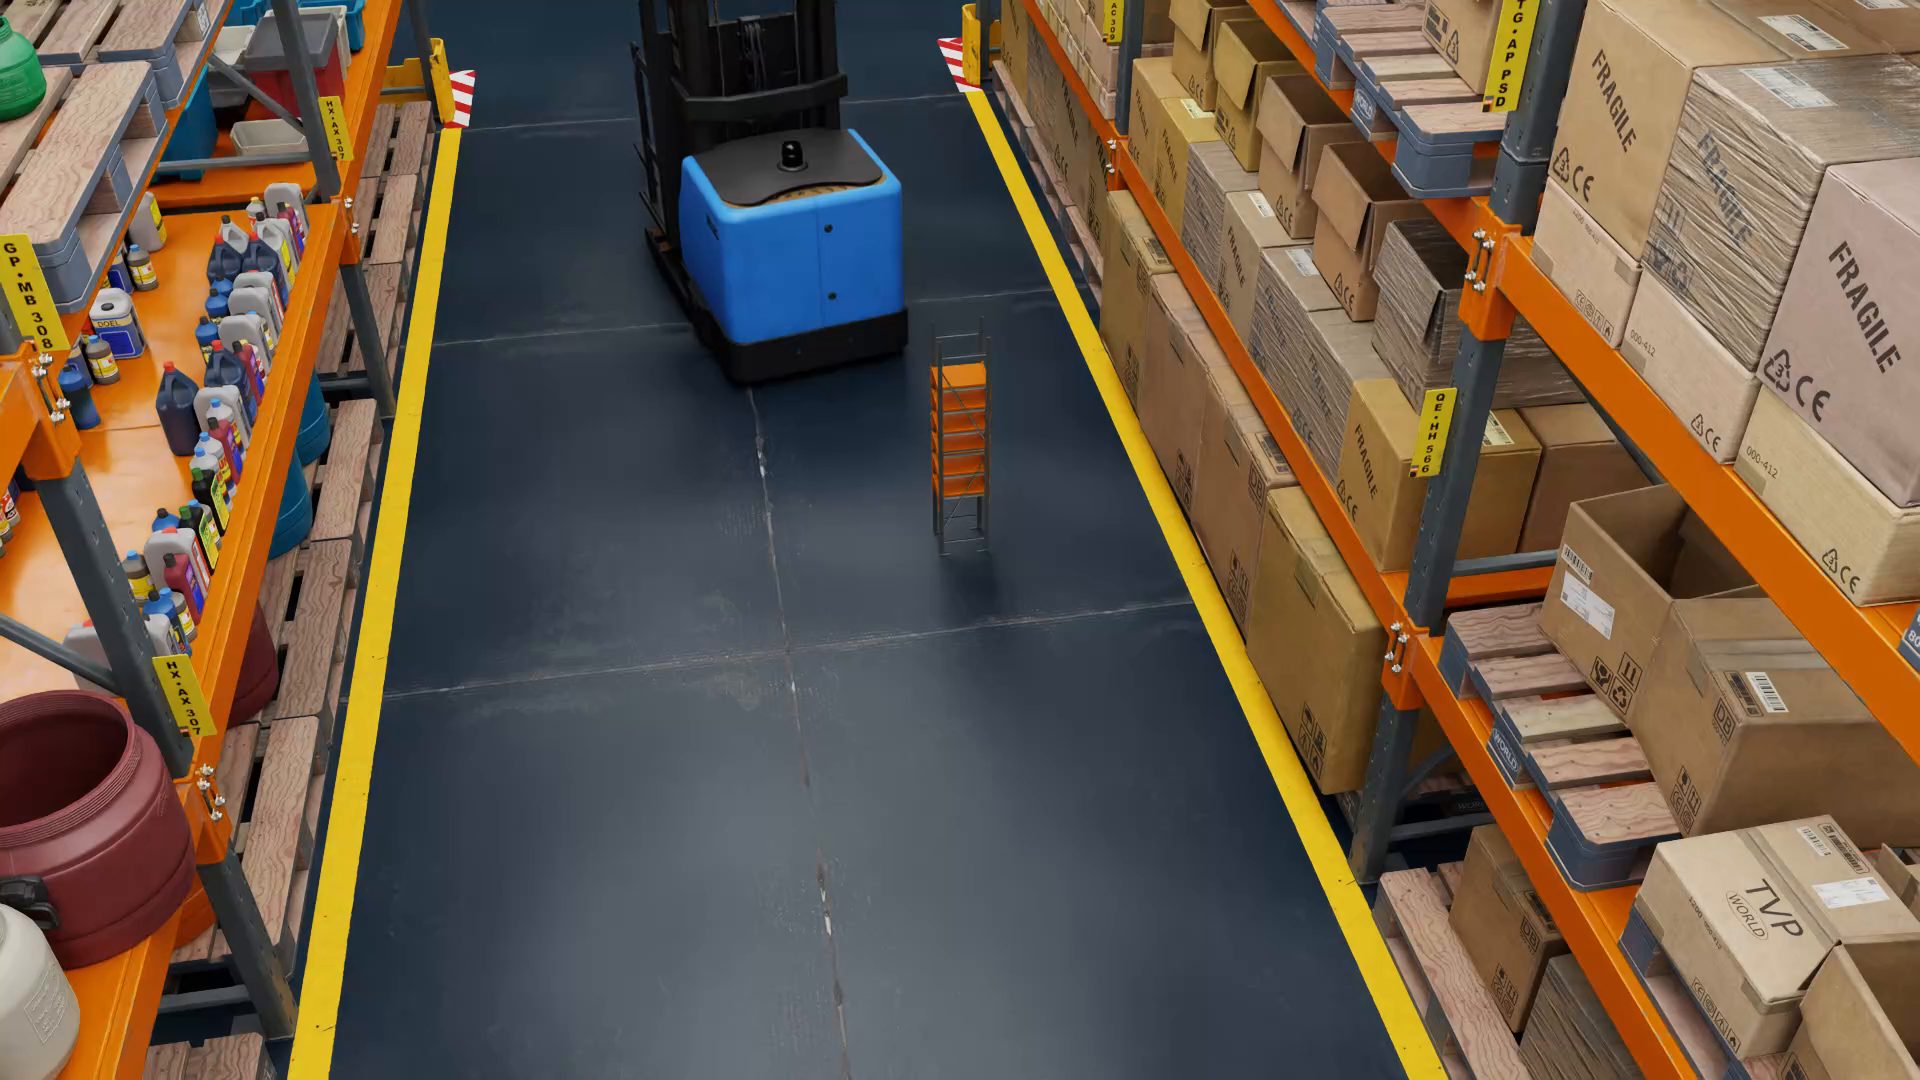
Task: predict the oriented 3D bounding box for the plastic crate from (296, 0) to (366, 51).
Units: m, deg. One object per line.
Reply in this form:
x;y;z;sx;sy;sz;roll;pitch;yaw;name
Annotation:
-3.646;-2.980;9.629;0.416;0.233;0.300;-6;38;-8;plastic crate

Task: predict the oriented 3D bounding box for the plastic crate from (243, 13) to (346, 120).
-3.466;-2.435;8.738;0.402;0.464;0.583;-6;38;-8;plastic crate

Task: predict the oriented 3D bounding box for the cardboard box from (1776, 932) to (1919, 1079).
2.327;1.236;3.687;0.797;0.503;0.637;-3;38;-3;cardboard box

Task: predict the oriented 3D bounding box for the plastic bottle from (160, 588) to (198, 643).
-2.624;0.247;5.549;0.097;0.201;0.097;0;38;0;plastic bottle

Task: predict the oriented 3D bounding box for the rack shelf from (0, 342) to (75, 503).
-2.505;0.904;2.683;1.077;0.370;4.000;-6;38;-8;rack shelf

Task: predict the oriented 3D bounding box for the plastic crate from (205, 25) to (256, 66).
-4.158;-2.758;9.422;0.293;0.136;0.466;-6;38;-8;plastic crate

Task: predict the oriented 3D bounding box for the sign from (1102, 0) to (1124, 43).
0.773;-2.665;8.365;0.100;0.325;0.005;-6;38;-8;sign

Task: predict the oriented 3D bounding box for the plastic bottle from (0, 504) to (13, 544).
-3.492;-0.087;5.979;0.097;0.201;0.097;0;38;0;plastic bottle

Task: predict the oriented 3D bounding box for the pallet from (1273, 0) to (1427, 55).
1.657;-2.104;6.123;1.003;0.211;1.213;-5;38;-6;pallet

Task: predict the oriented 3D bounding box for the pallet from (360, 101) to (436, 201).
-4.152;-2.632;11.366;1.003;0.211;1.213;-6;38;-8;pallet

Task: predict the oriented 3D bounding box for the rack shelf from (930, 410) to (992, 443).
0.003;-0.525;7.724;0.258;0.103;0.180;-6;38;-8;rack shelf

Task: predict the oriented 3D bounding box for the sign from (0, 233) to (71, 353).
-2.315;-0.610;4.131;0.100;0.325;0.005;-6;38;-8;sign

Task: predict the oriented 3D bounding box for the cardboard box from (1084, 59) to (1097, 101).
0.898;-2.558;9.202;0.380;0.149;0.250;-6;38;-7;cardboard box

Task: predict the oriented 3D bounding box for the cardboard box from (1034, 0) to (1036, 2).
0.627;-3.490;10.402;0.380;0.149;0.250;-7;38;-9;cardboard box

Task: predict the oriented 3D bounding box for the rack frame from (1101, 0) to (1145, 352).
1.320;-2.352;8.733;1.000;3.000;0.127;-6;38;-8;rack frame

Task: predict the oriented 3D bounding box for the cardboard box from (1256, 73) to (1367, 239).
1.673;-1.613;6.883;0.797;0.503;0.637;-5;38;-6;cardboard box

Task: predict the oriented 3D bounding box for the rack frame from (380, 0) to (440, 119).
-4.258;-4.235;11.157;1.000;3.000;0.127;-6;38;-8;rack frame

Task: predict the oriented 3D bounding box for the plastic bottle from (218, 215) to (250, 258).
-3.215;-1.265;7.373;0.144;0.351;0.185;-6;38;-8;plastic bottle

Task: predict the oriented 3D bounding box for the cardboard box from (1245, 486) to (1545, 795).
1.920;0.318;6.685;1.225;0.875;0.875;-8;39;-10;cardboard box

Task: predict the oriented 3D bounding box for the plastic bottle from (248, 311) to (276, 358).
-2.946;-0.864;6.979;0.097;0.201;0.097;0;38;0;plastic bottle

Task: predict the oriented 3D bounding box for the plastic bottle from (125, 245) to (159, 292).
-3.667;-1.224;7.443;0.097;0.201;0.097;0;38;0;plastic bottle

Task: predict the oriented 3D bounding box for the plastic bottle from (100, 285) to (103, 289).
-3.776;-1.068;7.241;0.097;0.201;0.097;0;38;0;plastic bottle

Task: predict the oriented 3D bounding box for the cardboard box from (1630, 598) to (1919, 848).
2.351;0.507;4.629;0.700;0.500;0.500;-1;38;-1;cardboard box

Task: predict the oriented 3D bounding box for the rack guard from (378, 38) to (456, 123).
-4.275;-3.261;11.941;1.175;0.500;0.348;-6;38;-8;rack guard

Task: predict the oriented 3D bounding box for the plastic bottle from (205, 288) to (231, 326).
-3.113;-0.934;7.012;0.097;0.271;0.097;0;38;0;plastic bottle

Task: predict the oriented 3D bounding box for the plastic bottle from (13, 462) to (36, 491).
-3.534;-0.373;6.226;0.144;0.351;0.185;-6;38;-8;plastic bottle

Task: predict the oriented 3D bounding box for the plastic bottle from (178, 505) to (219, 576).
-2.673;-0.019;5.824;0.061;0.283;0.133;-6;38;-8;plastic bottle

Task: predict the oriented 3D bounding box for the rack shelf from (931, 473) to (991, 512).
0.003;-0.240;7.945;0.258;0.103;0.180;-6;38;-8;rack shelf

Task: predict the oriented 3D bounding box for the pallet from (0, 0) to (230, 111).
-3.121;-1.782;5.707;1.003;0.211;1.213;-6;38;-8;pallet

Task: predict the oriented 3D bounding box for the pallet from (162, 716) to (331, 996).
-3.035;1.226;6.400;1.003;0.211;1.213;-6;38;-8;pallet

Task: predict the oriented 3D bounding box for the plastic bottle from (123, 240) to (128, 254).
-3.851;-1.325;7.573;0.097;0.201;0.097;0;38;0;plastic bottle

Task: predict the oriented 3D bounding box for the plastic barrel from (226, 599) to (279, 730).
-3.156;0.407;6.804;0.600;0.588;0.708;-6;38;-8;plastic barrel

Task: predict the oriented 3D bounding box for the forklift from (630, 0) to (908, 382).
-1.328;-2.930;9.533;1.130;2.935;3.031;-14;40;-18;forklift

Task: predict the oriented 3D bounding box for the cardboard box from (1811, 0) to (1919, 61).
2.351;-1.096;4.182;0.500;0.500;0.500;-5;38;-7;cardboard box

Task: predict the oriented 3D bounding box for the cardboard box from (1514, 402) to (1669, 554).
2.203;-0.299;6.008;0.500;0.500;0.500;-5;38;-7;cardboard box

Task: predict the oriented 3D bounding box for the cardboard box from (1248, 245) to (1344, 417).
1.514;-0.862;6.733;0.500;0.500;0.500;-7;38;-9;cardboard box

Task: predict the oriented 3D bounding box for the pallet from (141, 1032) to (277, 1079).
-2.758;2.170;5.185;1.003;0.211;1.213;-6;38;-8;pallet

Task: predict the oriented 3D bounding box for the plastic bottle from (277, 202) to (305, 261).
-3.084;-1.435;7.648;0.061;0.283;0.133;-6;38;-8;plastic bottle

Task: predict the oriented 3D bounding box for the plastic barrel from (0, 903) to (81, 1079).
-2.465;1.151;4.133;0.421;0.512;0.421;0;38;0;plastic barrel

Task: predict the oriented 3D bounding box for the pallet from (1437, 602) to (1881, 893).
2.251;0.559;5.142;1.213;0.211;1.003;-6;38;-8;pallet

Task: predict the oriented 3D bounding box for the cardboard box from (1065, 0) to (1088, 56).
0.891;-2.961;9.396;0.500;0.250;0.500;-5;38;-7;cardboard box

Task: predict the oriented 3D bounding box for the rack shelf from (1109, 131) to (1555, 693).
1.670;-0.860;7.398;1.077;0.370;4.000;-6;38;-8;rack shelf

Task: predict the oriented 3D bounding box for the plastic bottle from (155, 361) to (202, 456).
-3.006;-0.517;6.411;0.144;0.351;0.185;-6;38;-8;plastic bottle

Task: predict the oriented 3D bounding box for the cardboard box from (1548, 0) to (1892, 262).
1.850;-1.046;4.118;0.500;0.500;0.500;-6;38;-8;cardboard box

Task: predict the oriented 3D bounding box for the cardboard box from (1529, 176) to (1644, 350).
1.853;-0.750;4.348;0.500;0.250;0.500;-6;38;-7;cardboard box

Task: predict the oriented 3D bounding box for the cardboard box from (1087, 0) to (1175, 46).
0.976;-2.955;8.778;0.500;0.500;0.500;-5;38;-7;cardboard box

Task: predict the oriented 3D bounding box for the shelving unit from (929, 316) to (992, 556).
0.003;-0.465;7.771;0.258;1.200;0.189;-6;38;-8;shelving unit

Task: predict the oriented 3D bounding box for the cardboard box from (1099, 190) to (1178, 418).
1.451;-1.295;8.761;1.225;0.875;0.875;-6;38;-8;cardboard box

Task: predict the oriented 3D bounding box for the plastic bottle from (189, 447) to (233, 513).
-2.751;-0.221;6.095;0.097;0.271;0.097;0;38;0;plastic bottle

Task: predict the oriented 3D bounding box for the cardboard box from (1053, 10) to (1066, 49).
0.763;-3.023;9.802;0.380;0.149;0.250;-6;38;-7;cardboard box

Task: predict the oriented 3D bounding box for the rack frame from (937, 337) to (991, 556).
0.019;-0.410;7.699;0.240;1.200;0.006;-6;38;-8;rack frame

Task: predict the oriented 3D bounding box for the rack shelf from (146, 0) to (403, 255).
-3.907;-2.743;9.823;1.077;0.370;4.000;-6;38;-8;rack shelf

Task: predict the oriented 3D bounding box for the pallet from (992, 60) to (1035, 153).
0.835;-3.192;12.087;1.003;0.211;1.213;-6;38;-8;pallet

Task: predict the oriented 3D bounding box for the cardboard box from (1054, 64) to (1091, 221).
1.125;-2.630;10.480;0.875;0.875;0.875;-6;38;-8;cardboard box

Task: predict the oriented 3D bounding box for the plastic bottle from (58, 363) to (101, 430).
-3.478;-0.574;6.548;0.097;0.271;0.097;0;38;0;plastic bottle

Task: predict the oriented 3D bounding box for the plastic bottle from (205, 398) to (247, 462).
-2.809;-0.419;6.350;0.097;0.271;0.097;0;38;0;plastic bottle

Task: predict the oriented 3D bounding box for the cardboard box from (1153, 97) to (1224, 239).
1.243;-1.783;7.919;0.500;0.500;0.500;-6;38;-8;cardboard box

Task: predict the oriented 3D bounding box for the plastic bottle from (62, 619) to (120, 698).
-2.763;0.366;5.335;0.152;0.276;0.135;-6;38;-8;plastic bottle

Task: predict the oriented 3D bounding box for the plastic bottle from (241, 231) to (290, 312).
-3.041;-1.168;7.249;0.144;0.351;0.185;-6;38;-8;plastic bottle

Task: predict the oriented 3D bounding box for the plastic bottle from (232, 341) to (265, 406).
-2.867;-0.689;6.687;0.061;0.283;0.133;-6;38;-8;plastic bottle
